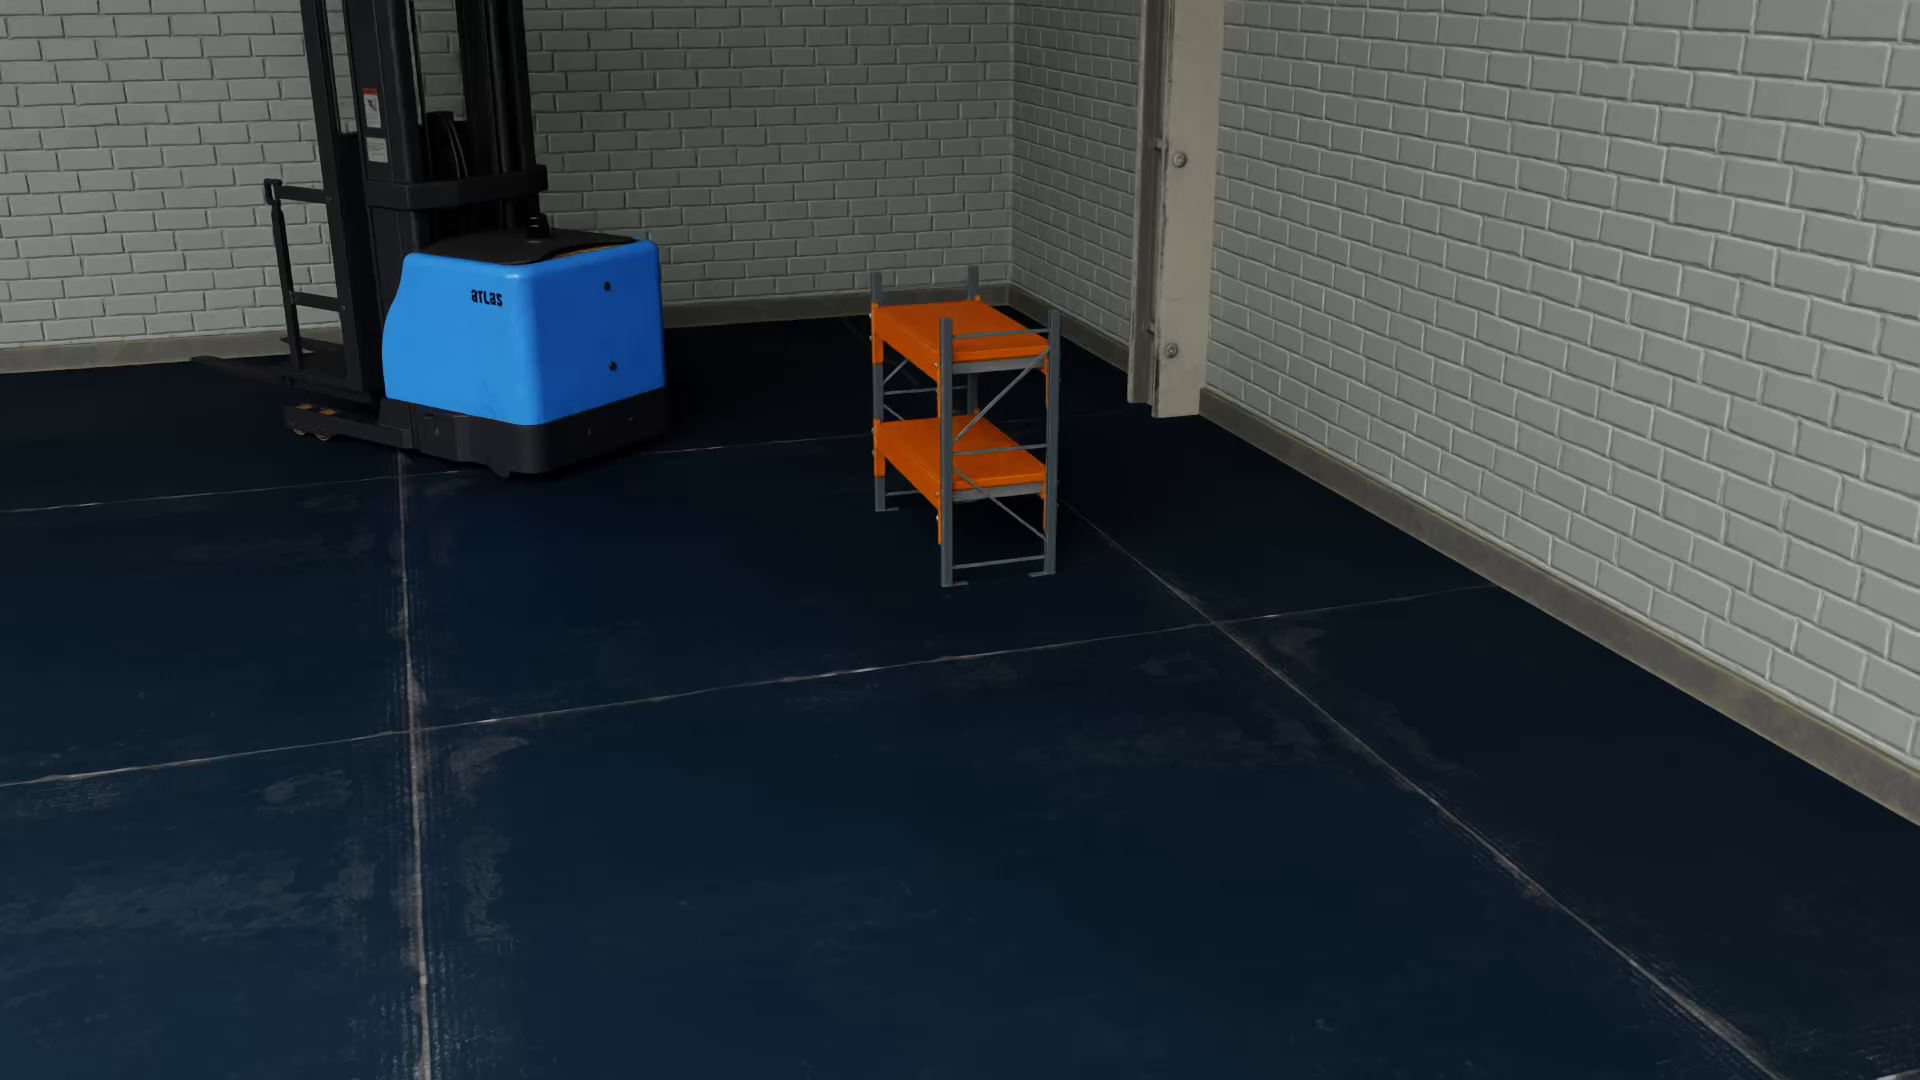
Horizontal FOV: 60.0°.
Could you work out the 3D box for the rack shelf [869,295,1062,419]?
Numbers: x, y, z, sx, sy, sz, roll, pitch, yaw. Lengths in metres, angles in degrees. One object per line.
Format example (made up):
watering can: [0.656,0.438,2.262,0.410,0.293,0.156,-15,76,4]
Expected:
rack shelf: [0.002,-0.803,7.121,0.538,0.278,1.000,-6,21,-17]

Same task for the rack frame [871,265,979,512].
rack frame: [-0.158,-0.690,7.674,0.500,1.125,0.032,-6,21,-17]

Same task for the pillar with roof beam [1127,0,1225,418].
pillar with roof beam: [-2.910,-4.539,6.742,9.100,9.000,0.400,-6,21,-17]

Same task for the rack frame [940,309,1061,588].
rack frame: [0.162,-0.364,6.766,0.500,1.125,0.032,-6,21,-17]

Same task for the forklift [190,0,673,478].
forklift: [-3.047,-2.047,8.779,3.031,2.935,1.130,12,23,31]

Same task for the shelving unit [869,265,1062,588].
shelving unit: [0.002,-0.527,7.220,0.538,1.125,1.048,-6,21,-17]

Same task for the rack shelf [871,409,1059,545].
rack shelf: [0.002,-0.297,7.303,0.538,0.278,1.000,-6,21,-17]
